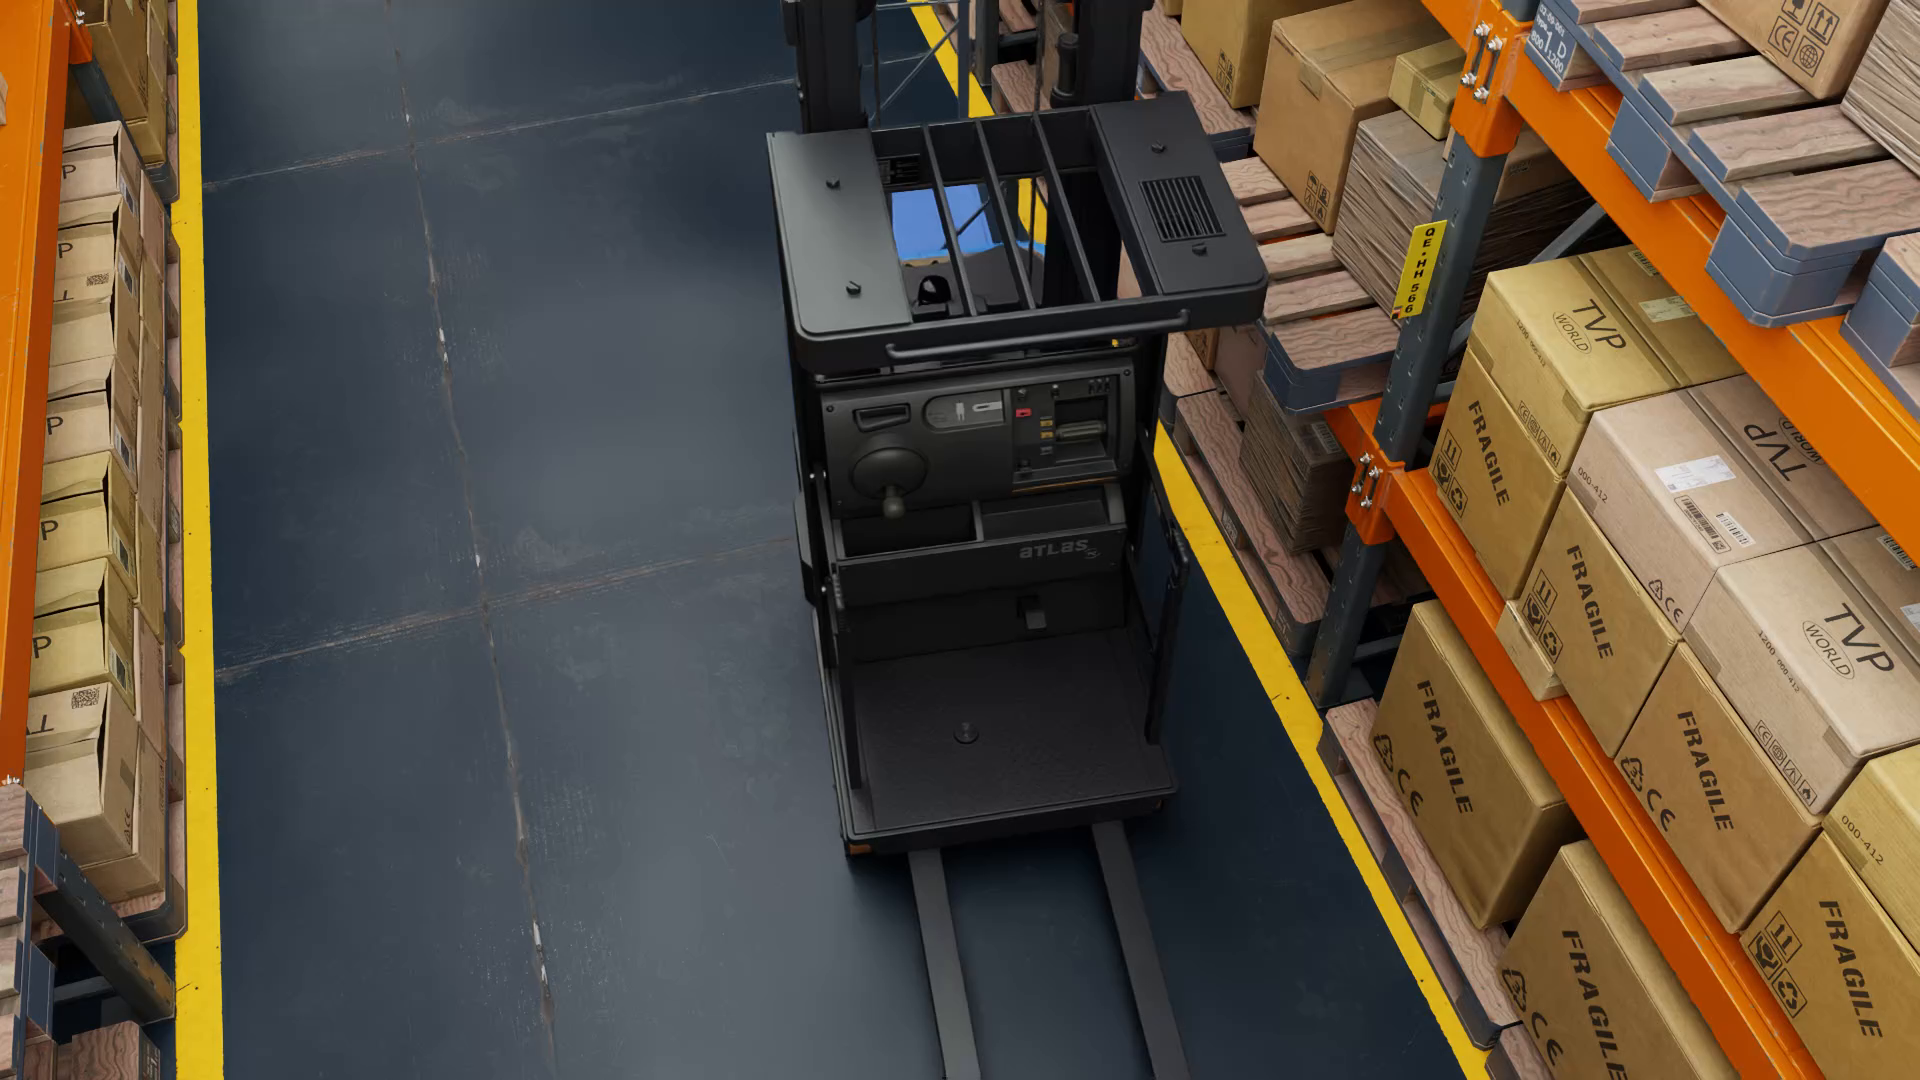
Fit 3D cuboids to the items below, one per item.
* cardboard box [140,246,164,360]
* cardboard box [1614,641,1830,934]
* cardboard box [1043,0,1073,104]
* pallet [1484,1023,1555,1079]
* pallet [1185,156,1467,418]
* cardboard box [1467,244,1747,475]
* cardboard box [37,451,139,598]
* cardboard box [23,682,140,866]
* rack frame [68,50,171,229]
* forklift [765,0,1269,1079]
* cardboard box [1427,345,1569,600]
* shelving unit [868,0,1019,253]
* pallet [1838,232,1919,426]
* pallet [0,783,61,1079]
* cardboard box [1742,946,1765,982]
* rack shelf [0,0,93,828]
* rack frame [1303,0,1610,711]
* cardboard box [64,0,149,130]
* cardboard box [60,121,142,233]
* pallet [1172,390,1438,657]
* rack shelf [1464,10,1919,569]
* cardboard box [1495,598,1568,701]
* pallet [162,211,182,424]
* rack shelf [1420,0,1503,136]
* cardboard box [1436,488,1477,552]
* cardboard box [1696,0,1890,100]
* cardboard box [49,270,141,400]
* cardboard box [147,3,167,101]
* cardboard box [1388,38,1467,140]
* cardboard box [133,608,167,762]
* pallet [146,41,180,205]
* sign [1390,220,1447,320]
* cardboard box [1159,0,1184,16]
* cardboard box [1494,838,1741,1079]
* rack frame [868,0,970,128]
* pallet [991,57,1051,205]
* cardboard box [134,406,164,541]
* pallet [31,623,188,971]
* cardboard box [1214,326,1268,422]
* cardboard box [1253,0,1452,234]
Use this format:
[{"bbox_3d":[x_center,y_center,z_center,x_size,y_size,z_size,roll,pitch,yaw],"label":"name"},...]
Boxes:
[{"bbox_3d":[-3.613,-0.947,6.900,0.500,0.250,0.500,-14,51,-12],"label":"cardboard box"},{"bbox_3d":[1.944,0.519,3.868,0.500,0.500,0.500,-14,51,-11],"label":"cardboard box"},{"bbox_3d":[0.804,-2.231,7.805,0.700,0.500,0.500,-12,51,-10],"label":"cardboard box"},{"bbox_3d":[2.272,1.874,4.821,1.003,0.211,1.213,-13,51,-11],"label":"pallet"},{"bbox_3d":[1.441,-0.941,5.497,1.213,0.211,1.003,-13,51,-11],"label":"pallet"},{"bbox_3d":[1.650,-0.472,4.212,0.500,0.250,0.500,-12,51,-10],"label":"cardboard box"},{"bbox_3d":[-3.164,-0.018,5.750,0.500,0.311,0.500,-15,51,-12],"label":"cardboard box"},{"bbox_3d":[-2.852,0.737,5.113,0.500,0.311,0.500,-12,51,-10],"label":"cardboard box"},{"bbox_3d":[-4.160,-2.305,6.521,1.000,3.000,0.127,-13,51,-11],"label":"rack frame"},{"bbox_3d":[0.100,-0.190,4.783,1.130,2.935,3.031,-8,50,-6],"label":"forklift"},{"bbox_3d":[1.653,-0.229,4.498,0.500,0.500,0.500,-12,51,-10],"label":"cardboard box"},{"bbox_3d":[-0.125,-1.282,6.639,0.538,1.500,1.048,-8,50,-6],"label":"shelving unit"},{"bbox_3d":[2.328,-0.138,2.856,1.003,0.211,1.213,-11,51,-9],"label":"pallet"},{"bbox_3d":[-2.710,1.157,3.728,1.213,0.211,1.003,-13,51,-11],"label":"pallet"},{"bbox_3d":[2.094,0.978,3.904,0.380,0.149,0.250,-13,51,-11],"label":"cardboard box"},{"bbox_3d":[-3.569,-0.613,5.565,1.077,0.370,4.000,-13,51,-11],"label":"rack shelf"},{"bbox_3d":[1.753,-0.507,5.005,1.000,3.000,0.127,-13,51,-11],"label":"rack frame"},{"bbox_3d":[-3.999,-2.206,7.471,0.500,0.500,0.500,-13,51,-11],"label":"cardboard box"},{"bbox_3d":[-3.767,-1.504,7.003,0.500,0.311,0.500,-13,51,-11],"label":"cardboard box"},{"bbox_3d":[1.524,-0.179,6.553,1.003,0.211,1.213,-13,51,-11],"label":"pallet"},{"bbox_3d":[2.345,0.219,2.902,1.077,0.370,4.000,-13,51,-11],"label":"rack shelf"},{"bbox_3d":[1.694,0.260,4.510,0.380,0.149,0.250,-12,51,-10],"label":"cardboard box"},{"bbox_3d":[-3.905,-0.877,7.141,1.003,0.211,1.213,-13,51,-11],"label":"pallet"},{"bbox_3d":[1.162,-2.702,5.365,1.077,0.370,4.000,-13,51,-11],"label":"rack shelf"},{"bbox_3d":[1.630,-0.139,4.847,0.380,0.149,0.250,-14,51,-12],"label":"cardboard box"},{"bbox_3d":[1.949,-1.313,3.370,0.700,0.500,0.500,-17,52,-14],"label":"cardboard box"},{"bbox_3d":[-3.462,-0.761,6.376,0.500,0.311,0.500,-13,51,-11],"label":"cardboard box"},{"bbox_3d":[-4.151,-2.328,8.064,0.500,0.250,0.500,-13,51,-11],"label":"cardboard box"},{"bbox_3d":[1.514,-1.367,4.953,0.380,0.149,0.250,-21,53,-17],"label":"cardboard box"},{"bbox_3d":[-3.001,0.551,5.637,0.500,0.250,0.500,-15,51,-12],"label":"cardboard box"},{"bbox_3d":[-4.356,-1.997,8.085,1.003,0.211,1.213,-13,51,-11],"label":"pallet"},{"bbox_3d":[1.238,-0.725,4.483,0.100,0.325,0.005,-13,51,-11],"label":"sign"},{"bbox_3d":[1.071,-2.339,6.197,0.700,0.500,0.500,-7,50,-6],"label":"cardboard box"},{"bbox_3d":[2.099,1.259,4.648,0.750,0.750,0.750,-14,51,-11],"label":"cardboard box"},{"bbox_3d":[-0.212,-1.665,6.962,0.500,1.500,0.032,-8,50,-6],"label":"rack frame"},{"bbox_3d":[0.802,-1.961,8.055,1.003,0.211,1.213,-13,51,-11],"label":"pallet"},{"bbox_3d":[-3.312,-0.202,6.272,0.500,0.250,0.500,-12,51,-10],"label":"cardboard box"},{"bbox_3d":[-3.184,0.905,5.639,1.003,0.211,1.213,-13,51,-11],"label":"pallet"},{"bbox_3d":[1.449,-0.759,6.565,0.700,0.500,0.500,-13,51,-11],"label":"cardboard box"},{"bbox_3d":[1.414,-1.424,5.425,0.700,0.500,0.500,-18,52,-14],"label":"cardboard box"}]
